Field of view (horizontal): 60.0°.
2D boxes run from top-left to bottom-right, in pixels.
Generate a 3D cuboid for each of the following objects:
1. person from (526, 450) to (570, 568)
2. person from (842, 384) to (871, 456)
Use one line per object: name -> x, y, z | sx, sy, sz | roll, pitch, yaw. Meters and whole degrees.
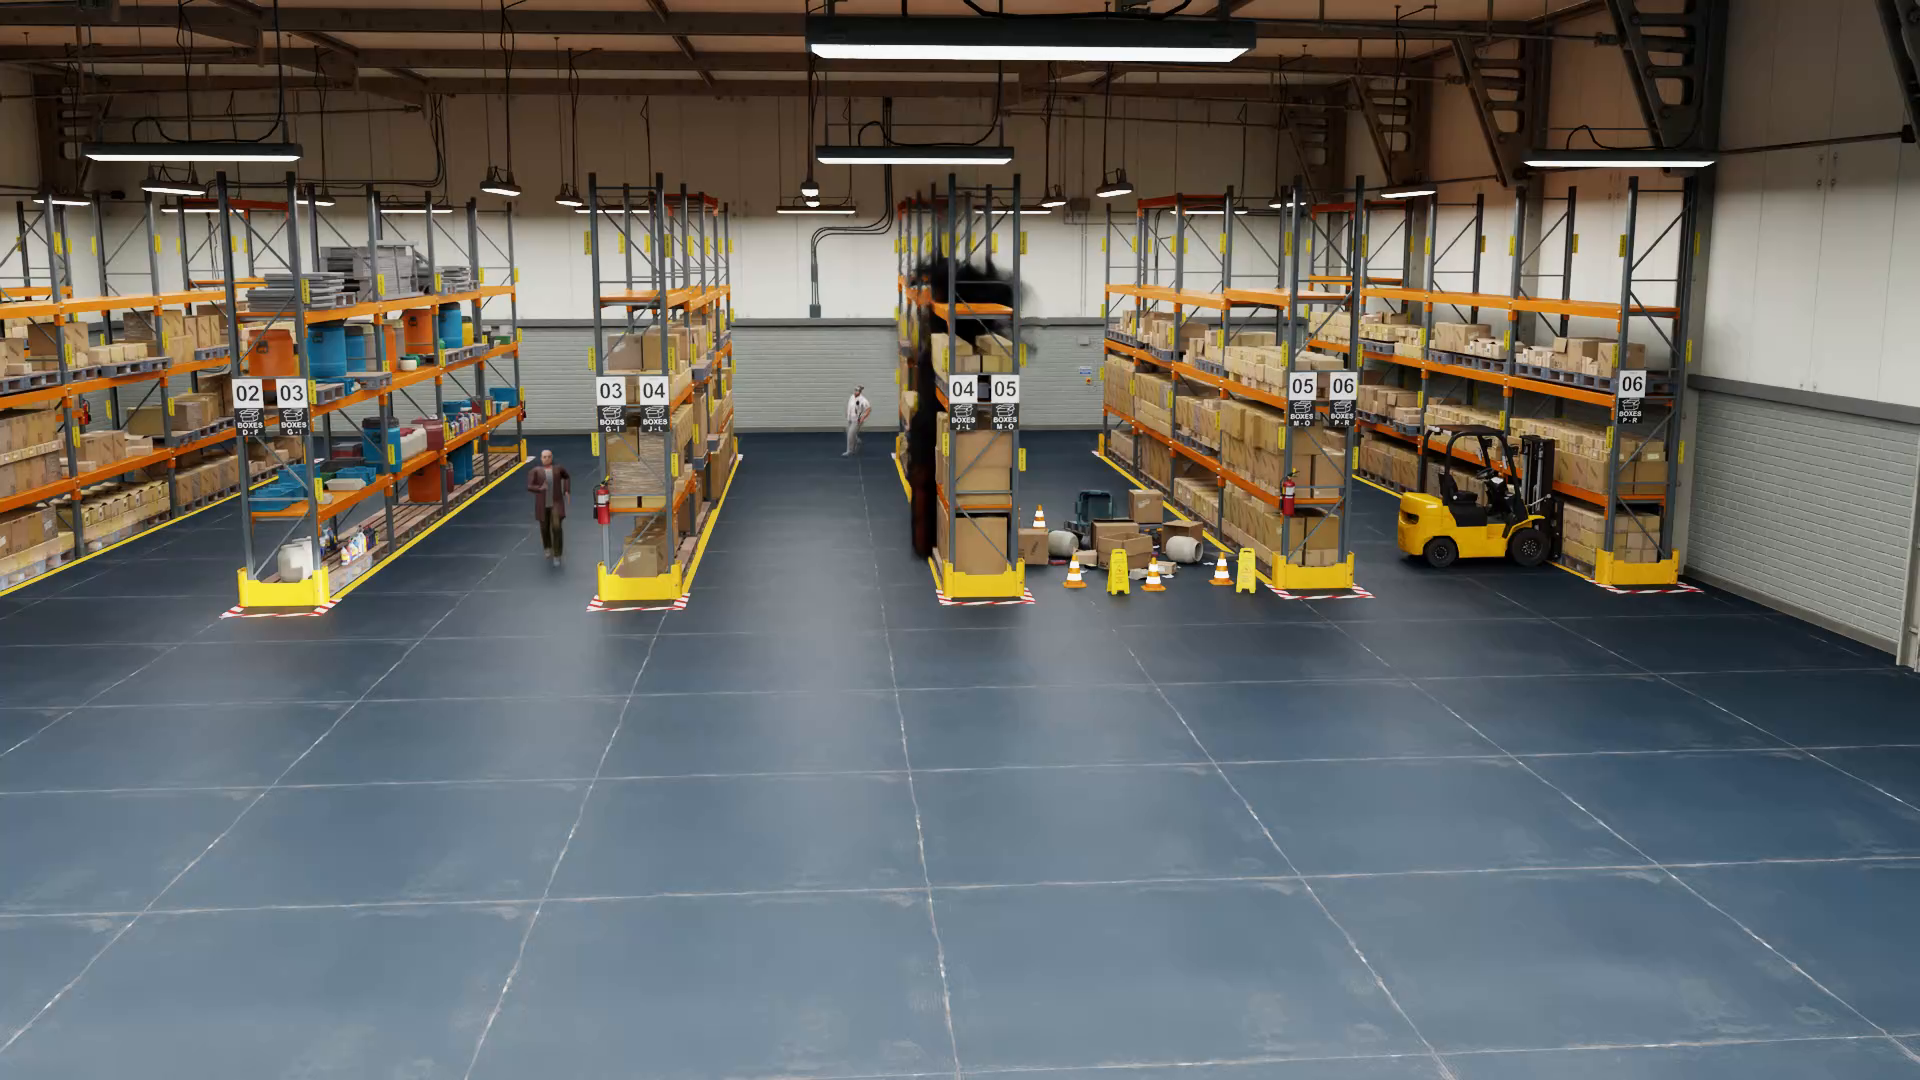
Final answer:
person -> -6.544, -0.530, 26.498 | 0.678, 1.829, 0.923 | -2, 10, -12
person -> -2.467, -2.905, 40.209 | 0.743, 1.740, 0.744 | 9, 13, 40
